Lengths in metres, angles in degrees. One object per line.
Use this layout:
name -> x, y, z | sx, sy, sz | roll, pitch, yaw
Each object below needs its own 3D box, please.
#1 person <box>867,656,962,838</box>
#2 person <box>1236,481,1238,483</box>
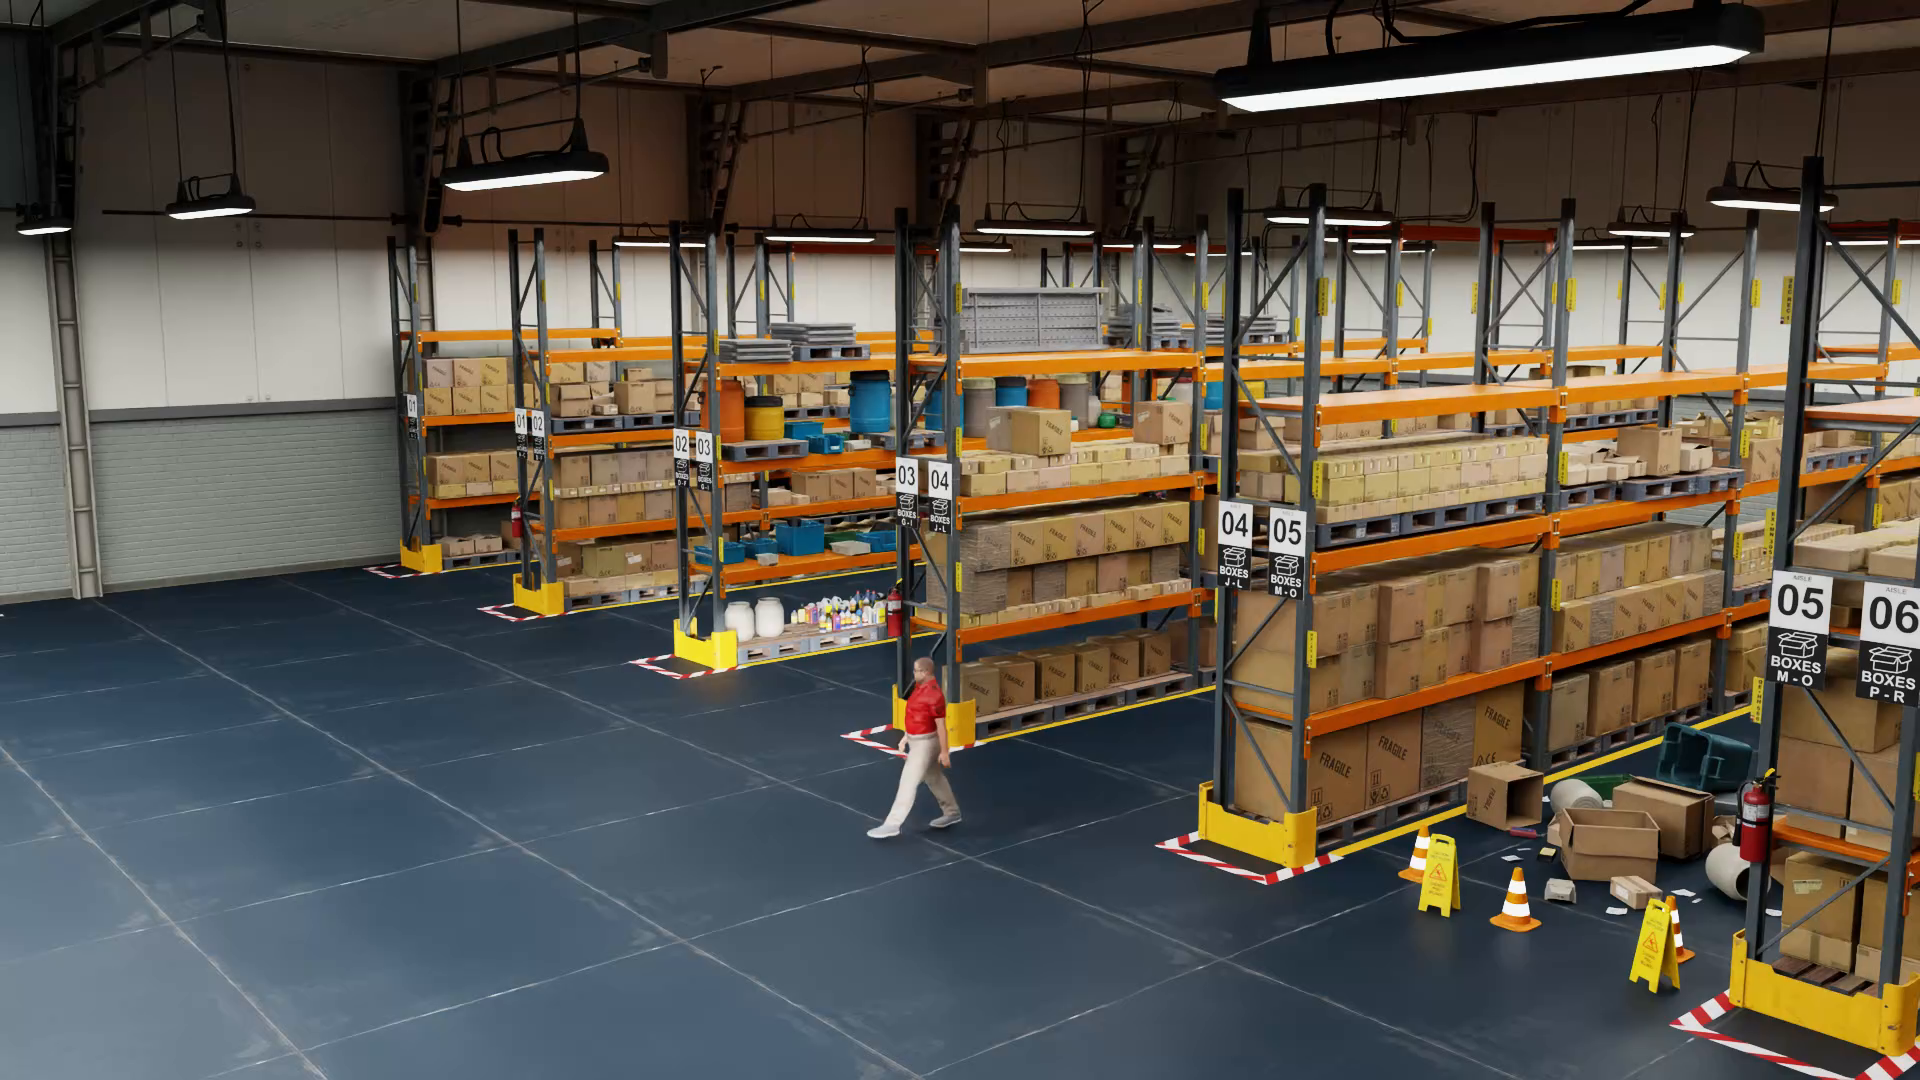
person -> -0.439, 1.925, 15.685 | 0.966, 1.677, 0.577 | -2, 9, -12
person -> 5.860, -0.786, 33.858 | 0.573, 1.527, 0.454 | 0, 9, 1
